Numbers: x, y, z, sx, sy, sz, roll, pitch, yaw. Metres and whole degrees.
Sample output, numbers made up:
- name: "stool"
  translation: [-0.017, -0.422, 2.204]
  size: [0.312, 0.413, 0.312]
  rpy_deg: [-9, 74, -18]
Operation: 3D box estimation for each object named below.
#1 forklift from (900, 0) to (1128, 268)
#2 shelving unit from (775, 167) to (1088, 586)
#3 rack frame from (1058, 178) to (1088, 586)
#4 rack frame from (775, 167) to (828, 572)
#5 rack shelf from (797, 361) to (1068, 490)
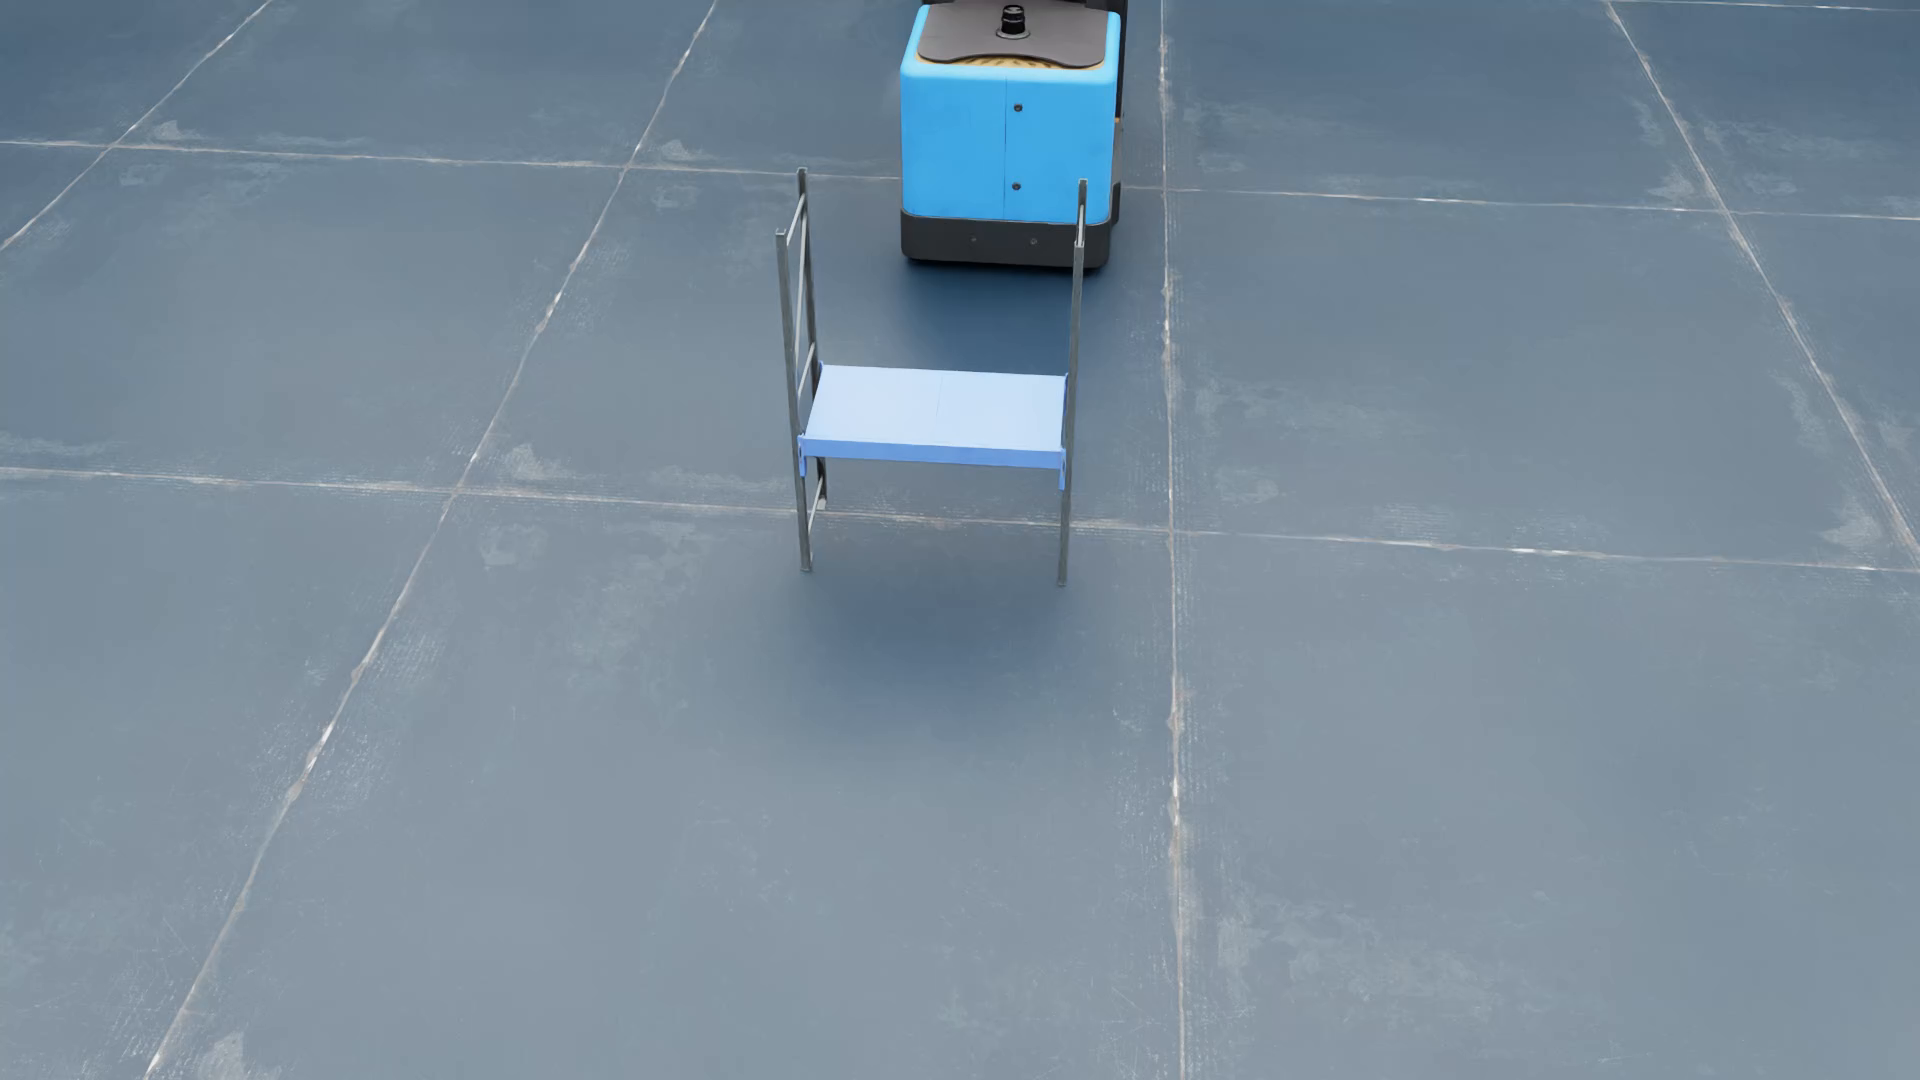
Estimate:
- name: "forklift"
  translation: [0.369, -3.417, 8.626]
  size: [1.130, 2.935, 3.031]
  rpy_deg: [4, 39, 5]
- name: "shelving unit"
  translation: [-0.085, -0.586, 6.282]
  size: [1.048, 1.500, 0.538]
  rpy_deg: [3, 39, 4]
- name: "rack frame"
  translation: [0.421, -0.559, 6.248]
  size: [0.032, 1.500, 0.500]
  rpy_deg: [3, 39, 4]
- name: "rack frame"
  translation: [-0.591, -0.614, 6.316]
  size: [0.032, 1.500, 0.500]
  rpy_deg: [3, 39, 4]
- name: "rack shelf"
  translation: [-0.085, -0.447, 6.396]
  size: [1.000, 0.185, 0.538]
  rpy_deg: [3, 39, 4]
